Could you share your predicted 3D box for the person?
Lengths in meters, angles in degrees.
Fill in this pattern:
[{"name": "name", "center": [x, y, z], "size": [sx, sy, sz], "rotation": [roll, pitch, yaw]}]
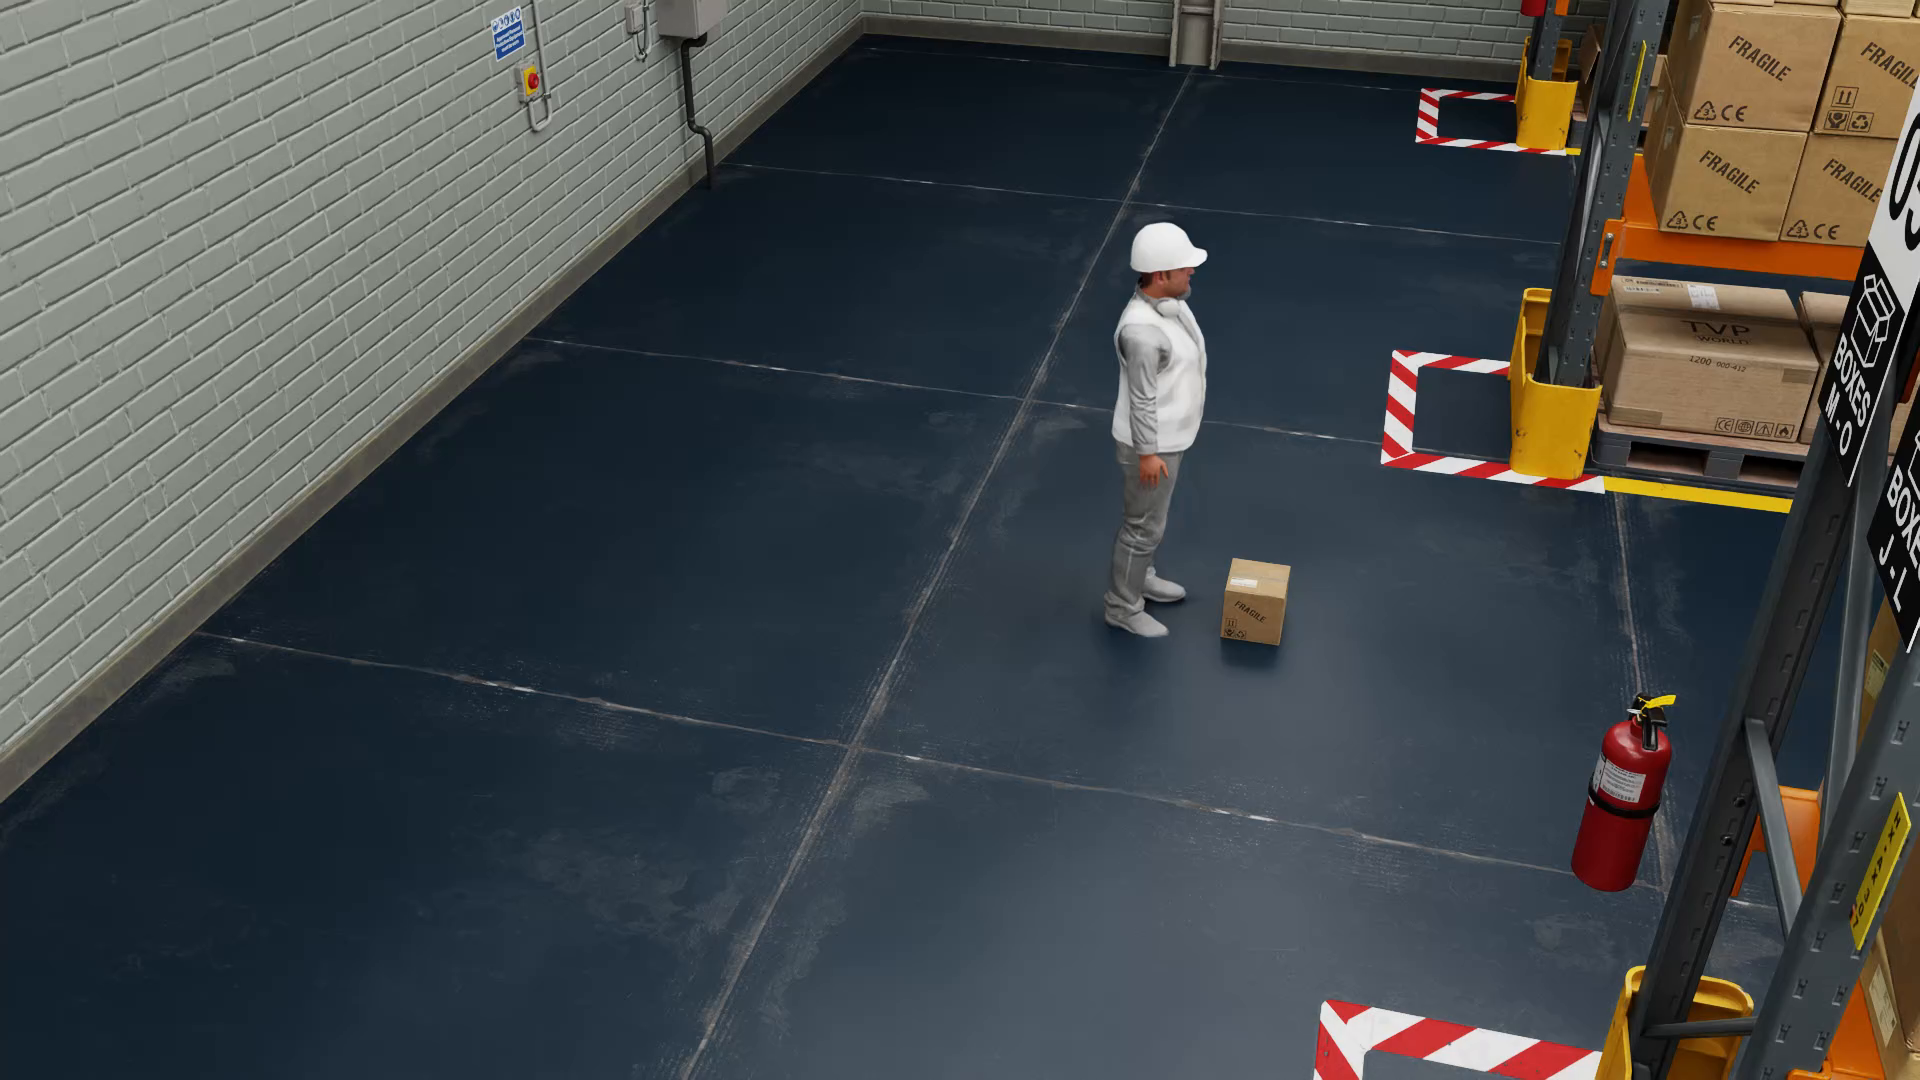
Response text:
[{"name": "person", "center": [0.810, -0.438, 6.826], "size": [0.356, 1.808, 0.534], "rotation": [9, 34, 13]}]
